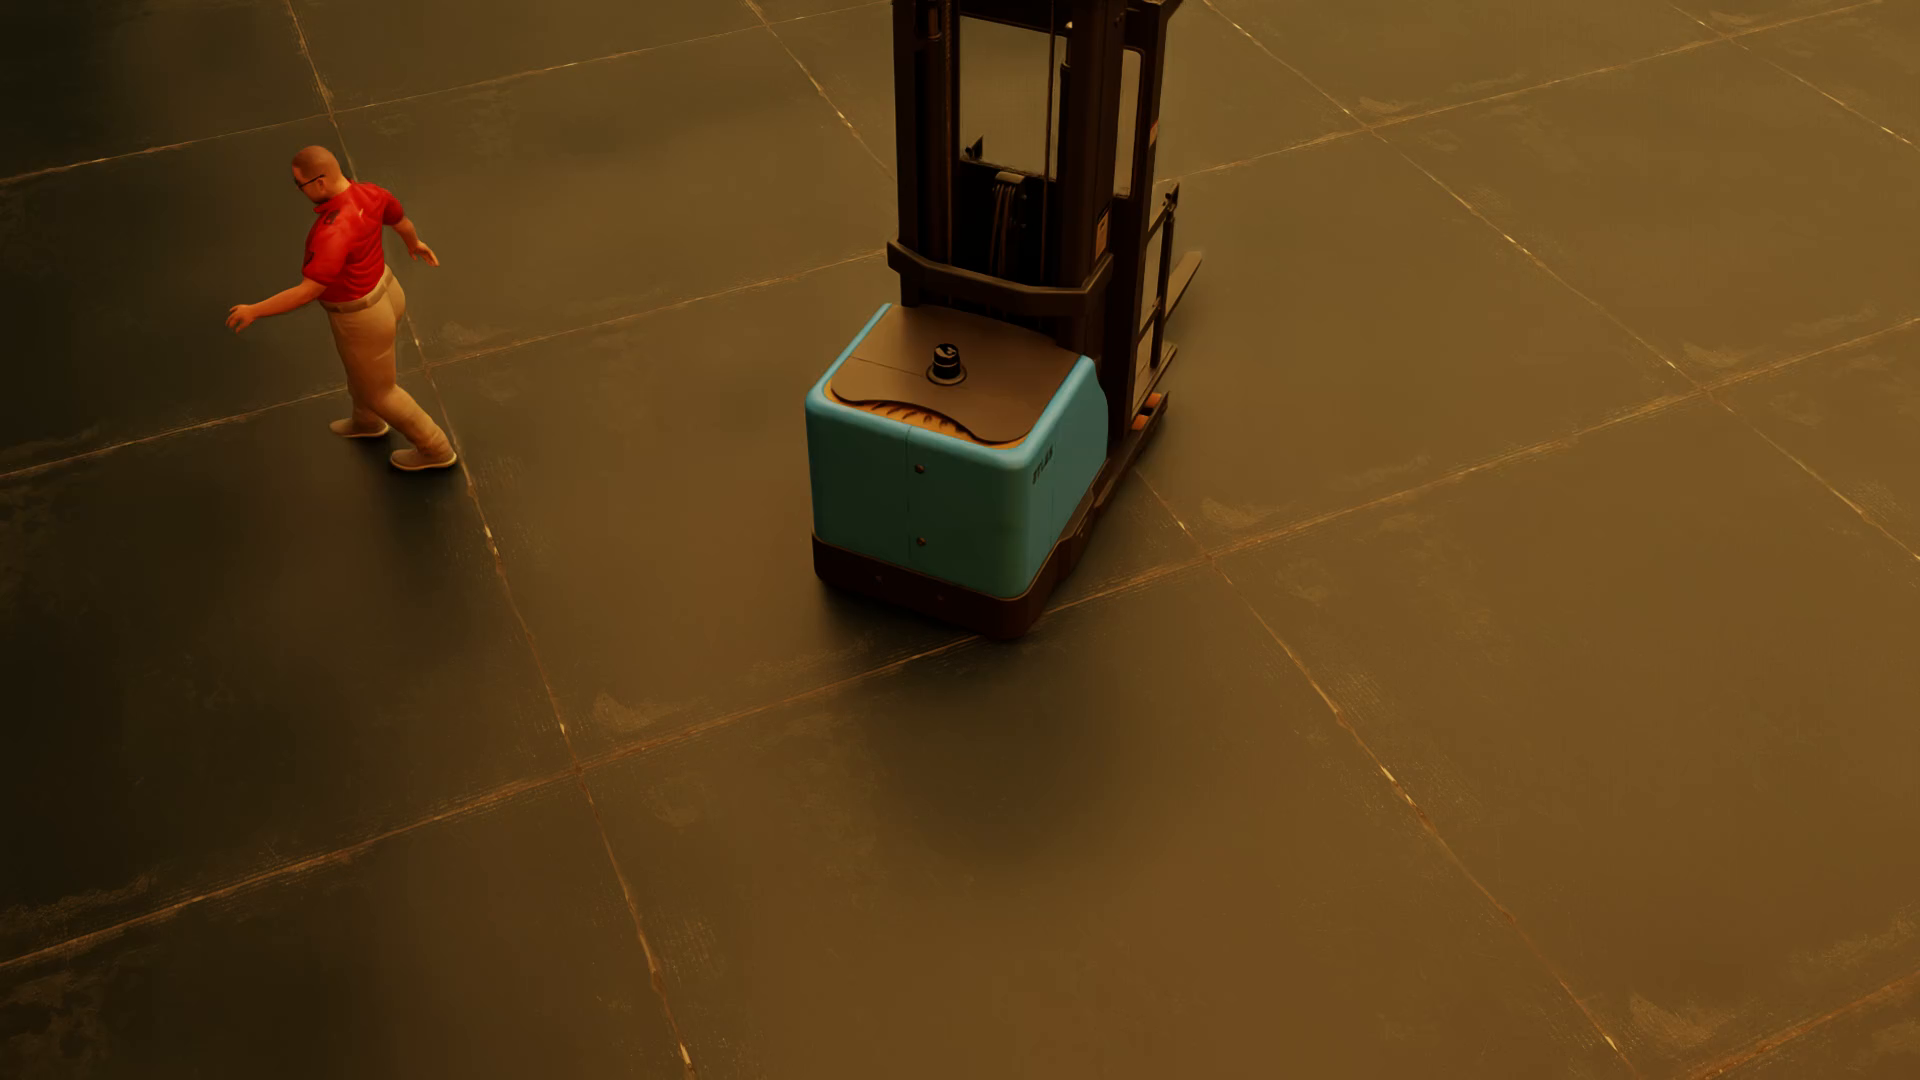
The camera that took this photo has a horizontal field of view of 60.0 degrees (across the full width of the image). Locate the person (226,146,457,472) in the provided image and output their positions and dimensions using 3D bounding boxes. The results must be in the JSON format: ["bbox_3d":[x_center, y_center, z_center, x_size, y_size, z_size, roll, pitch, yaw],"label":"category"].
[{"bbox_3d":[-2.846,-1.092,7.775,0.730,1.715,0.989,3,43,3],"label":"person"}]

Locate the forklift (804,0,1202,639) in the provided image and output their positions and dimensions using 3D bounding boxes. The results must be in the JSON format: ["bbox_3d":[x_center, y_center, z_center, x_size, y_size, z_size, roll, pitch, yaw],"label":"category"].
[{"bbox_3d":[0.406,-1.651,7.449,1.130,2.935,3.031,17,46,18],"label":"forklift"}]
